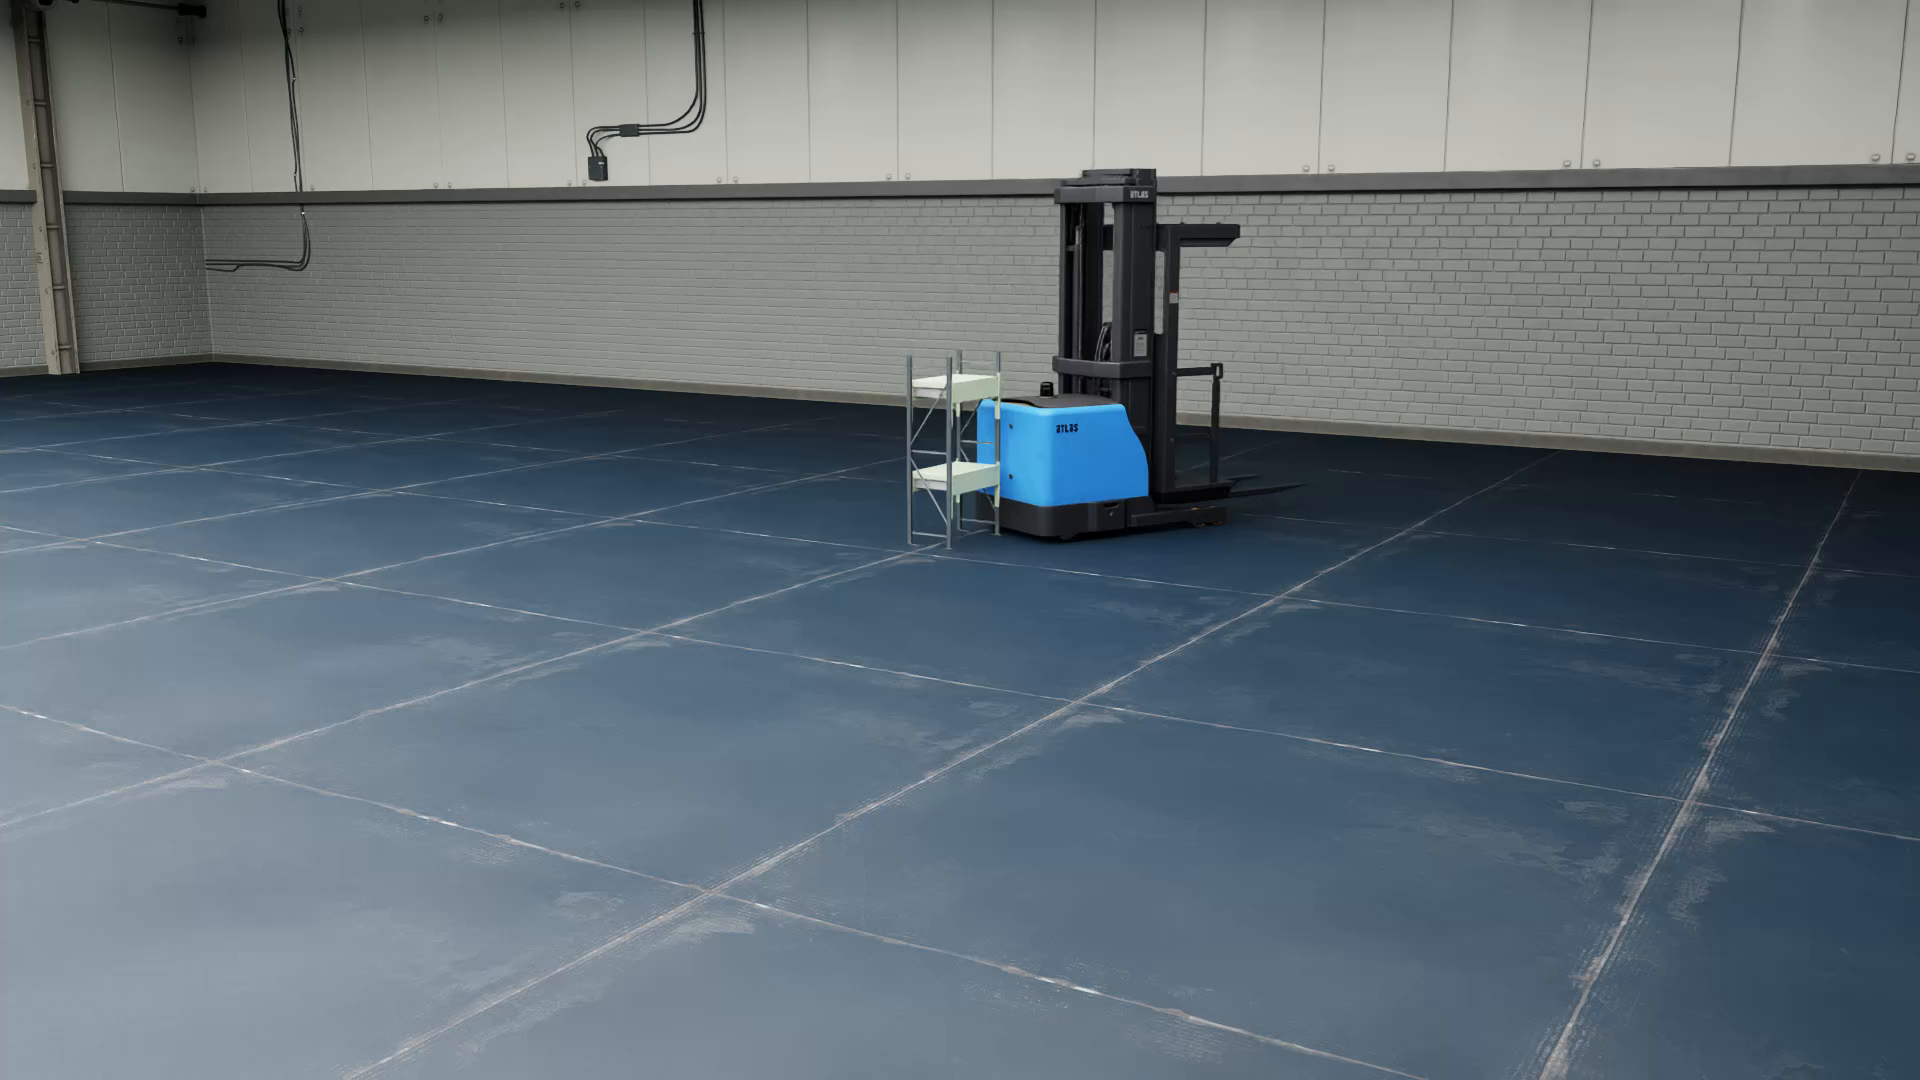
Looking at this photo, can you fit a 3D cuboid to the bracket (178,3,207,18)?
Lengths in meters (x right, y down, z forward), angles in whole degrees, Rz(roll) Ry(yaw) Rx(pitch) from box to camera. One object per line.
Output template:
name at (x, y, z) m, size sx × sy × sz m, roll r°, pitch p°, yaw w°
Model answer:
bracket at (-13.748, -9.479, 29.763) m, size 0.235 × 0.232 × 0.430 m, roll 6°, pitch 12°, yaw 31°

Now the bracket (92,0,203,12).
bracket at (-14.055, -9.386, 29.267) m, size 0.076 × 0.066 × 3.189 m, roll 6°, pitch 12°, yaw 31°

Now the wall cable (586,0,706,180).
wall cable at (-4.732, -8.404, 24.565) m, size 2.305 × 6.003 × 0.169 m, roll 6°, pitch 12°, yaw 31°

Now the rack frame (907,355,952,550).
rack frame at (-0.238, -0.677, 12.908) m, size 0.400 × 1.500 × 0.023 m, roll 7°, pitch 12°, yaw 31°

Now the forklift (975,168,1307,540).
forklift at (1.644, -1.621, 14.062) m, size 3.031 × 2.935 × 1.130 m, roll -7°, pitch 13°, yaw -32°

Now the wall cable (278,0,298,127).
wall cable at (-10.525, -8.340, 28.176) m, size 3.097 × 2.526 × 0.112 m, roll 6°, pitch 12°, yaw 31°

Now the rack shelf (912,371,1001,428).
rack shelf at (-0.044, -1.117, 13.141) m, size 0.431 × 0.370 × 0.720 m, roll 7°, pitch 12°, yaw 31°

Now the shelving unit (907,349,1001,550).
shelving unit at (-0.044, -0.734, 13.213) m, size 0.431 × 1.500 × 0.755 m, roll 7°, pitch 12°, yaw 31°

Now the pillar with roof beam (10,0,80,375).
pillar with roof beam at (-11.818, -6.894, 25.739) m, size 9.100 × 9.000 × 0.548 m, roll 6°, pitch 12°, yaw 31°

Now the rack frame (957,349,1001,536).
rack frame at (0.151, -0.791, 13.518) m, size 0.400 × 1.500 × 0.023 m, roll 7°, pitch 12°, yaw 31°

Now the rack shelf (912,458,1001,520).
rack shelf at (-0.044, -0.413, 13.273) m, size 0.431 × 0.370 × 0.720 m, roll 7°, pitch 12°, yaw 31°

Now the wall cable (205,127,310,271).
wall cable at (-12.838, -6.116, 30.022) m, size 3.097 × 2.526 × 0.112 m, roll 6°, pitch 12°, yaw 31°

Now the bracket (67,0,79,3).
bracket at (-14.978, -9.106, 27.772) m, size 0.235 × 0.232 × 0.430 m, roll 6°, pitch 12°, yaw 31°
